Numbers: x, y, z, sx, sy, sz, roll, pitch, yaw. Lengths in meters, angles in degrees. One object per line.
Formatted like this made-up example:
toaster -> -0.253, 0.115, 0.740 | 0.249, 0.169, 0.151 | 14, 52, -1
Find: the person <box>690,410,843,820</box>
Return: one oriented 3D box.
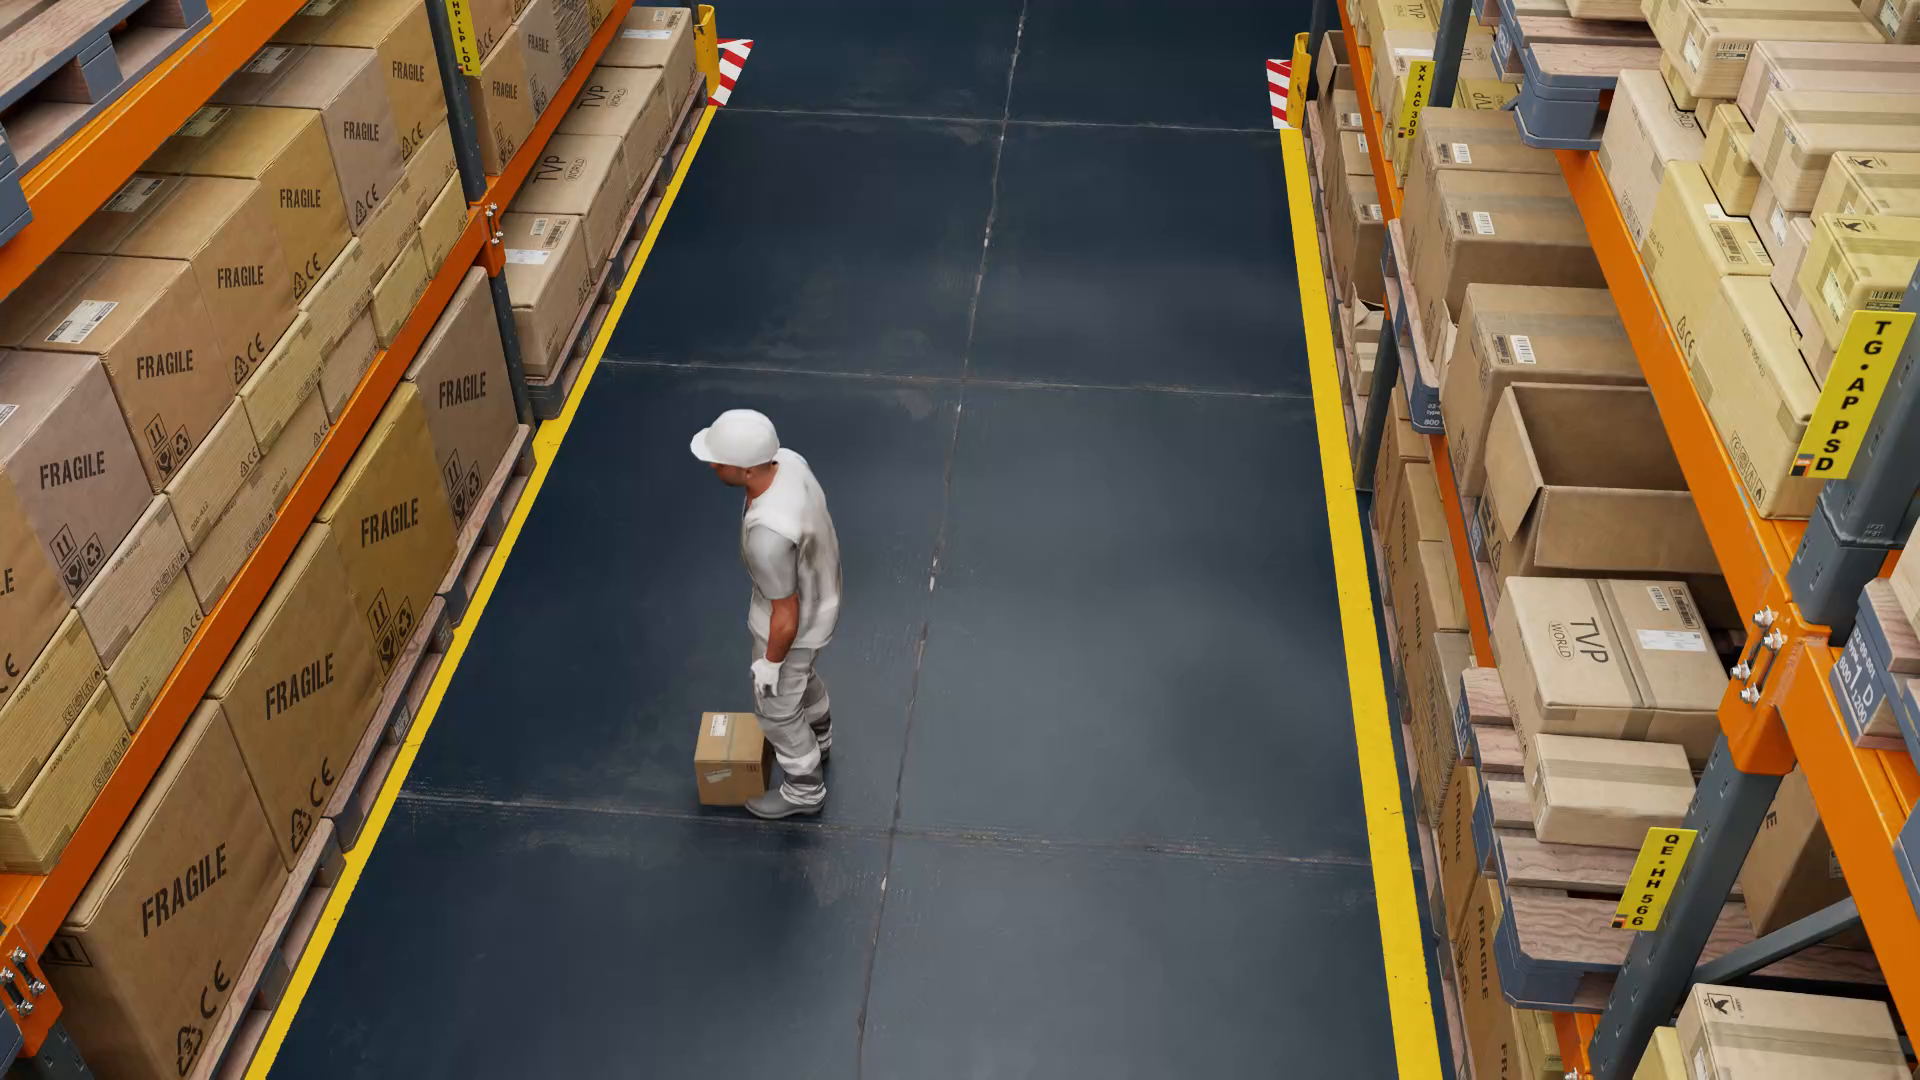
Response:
person -> -0.634, 0.267, 5.824 | 0.452, 1.778, 0.613 | 1, 40, 1
